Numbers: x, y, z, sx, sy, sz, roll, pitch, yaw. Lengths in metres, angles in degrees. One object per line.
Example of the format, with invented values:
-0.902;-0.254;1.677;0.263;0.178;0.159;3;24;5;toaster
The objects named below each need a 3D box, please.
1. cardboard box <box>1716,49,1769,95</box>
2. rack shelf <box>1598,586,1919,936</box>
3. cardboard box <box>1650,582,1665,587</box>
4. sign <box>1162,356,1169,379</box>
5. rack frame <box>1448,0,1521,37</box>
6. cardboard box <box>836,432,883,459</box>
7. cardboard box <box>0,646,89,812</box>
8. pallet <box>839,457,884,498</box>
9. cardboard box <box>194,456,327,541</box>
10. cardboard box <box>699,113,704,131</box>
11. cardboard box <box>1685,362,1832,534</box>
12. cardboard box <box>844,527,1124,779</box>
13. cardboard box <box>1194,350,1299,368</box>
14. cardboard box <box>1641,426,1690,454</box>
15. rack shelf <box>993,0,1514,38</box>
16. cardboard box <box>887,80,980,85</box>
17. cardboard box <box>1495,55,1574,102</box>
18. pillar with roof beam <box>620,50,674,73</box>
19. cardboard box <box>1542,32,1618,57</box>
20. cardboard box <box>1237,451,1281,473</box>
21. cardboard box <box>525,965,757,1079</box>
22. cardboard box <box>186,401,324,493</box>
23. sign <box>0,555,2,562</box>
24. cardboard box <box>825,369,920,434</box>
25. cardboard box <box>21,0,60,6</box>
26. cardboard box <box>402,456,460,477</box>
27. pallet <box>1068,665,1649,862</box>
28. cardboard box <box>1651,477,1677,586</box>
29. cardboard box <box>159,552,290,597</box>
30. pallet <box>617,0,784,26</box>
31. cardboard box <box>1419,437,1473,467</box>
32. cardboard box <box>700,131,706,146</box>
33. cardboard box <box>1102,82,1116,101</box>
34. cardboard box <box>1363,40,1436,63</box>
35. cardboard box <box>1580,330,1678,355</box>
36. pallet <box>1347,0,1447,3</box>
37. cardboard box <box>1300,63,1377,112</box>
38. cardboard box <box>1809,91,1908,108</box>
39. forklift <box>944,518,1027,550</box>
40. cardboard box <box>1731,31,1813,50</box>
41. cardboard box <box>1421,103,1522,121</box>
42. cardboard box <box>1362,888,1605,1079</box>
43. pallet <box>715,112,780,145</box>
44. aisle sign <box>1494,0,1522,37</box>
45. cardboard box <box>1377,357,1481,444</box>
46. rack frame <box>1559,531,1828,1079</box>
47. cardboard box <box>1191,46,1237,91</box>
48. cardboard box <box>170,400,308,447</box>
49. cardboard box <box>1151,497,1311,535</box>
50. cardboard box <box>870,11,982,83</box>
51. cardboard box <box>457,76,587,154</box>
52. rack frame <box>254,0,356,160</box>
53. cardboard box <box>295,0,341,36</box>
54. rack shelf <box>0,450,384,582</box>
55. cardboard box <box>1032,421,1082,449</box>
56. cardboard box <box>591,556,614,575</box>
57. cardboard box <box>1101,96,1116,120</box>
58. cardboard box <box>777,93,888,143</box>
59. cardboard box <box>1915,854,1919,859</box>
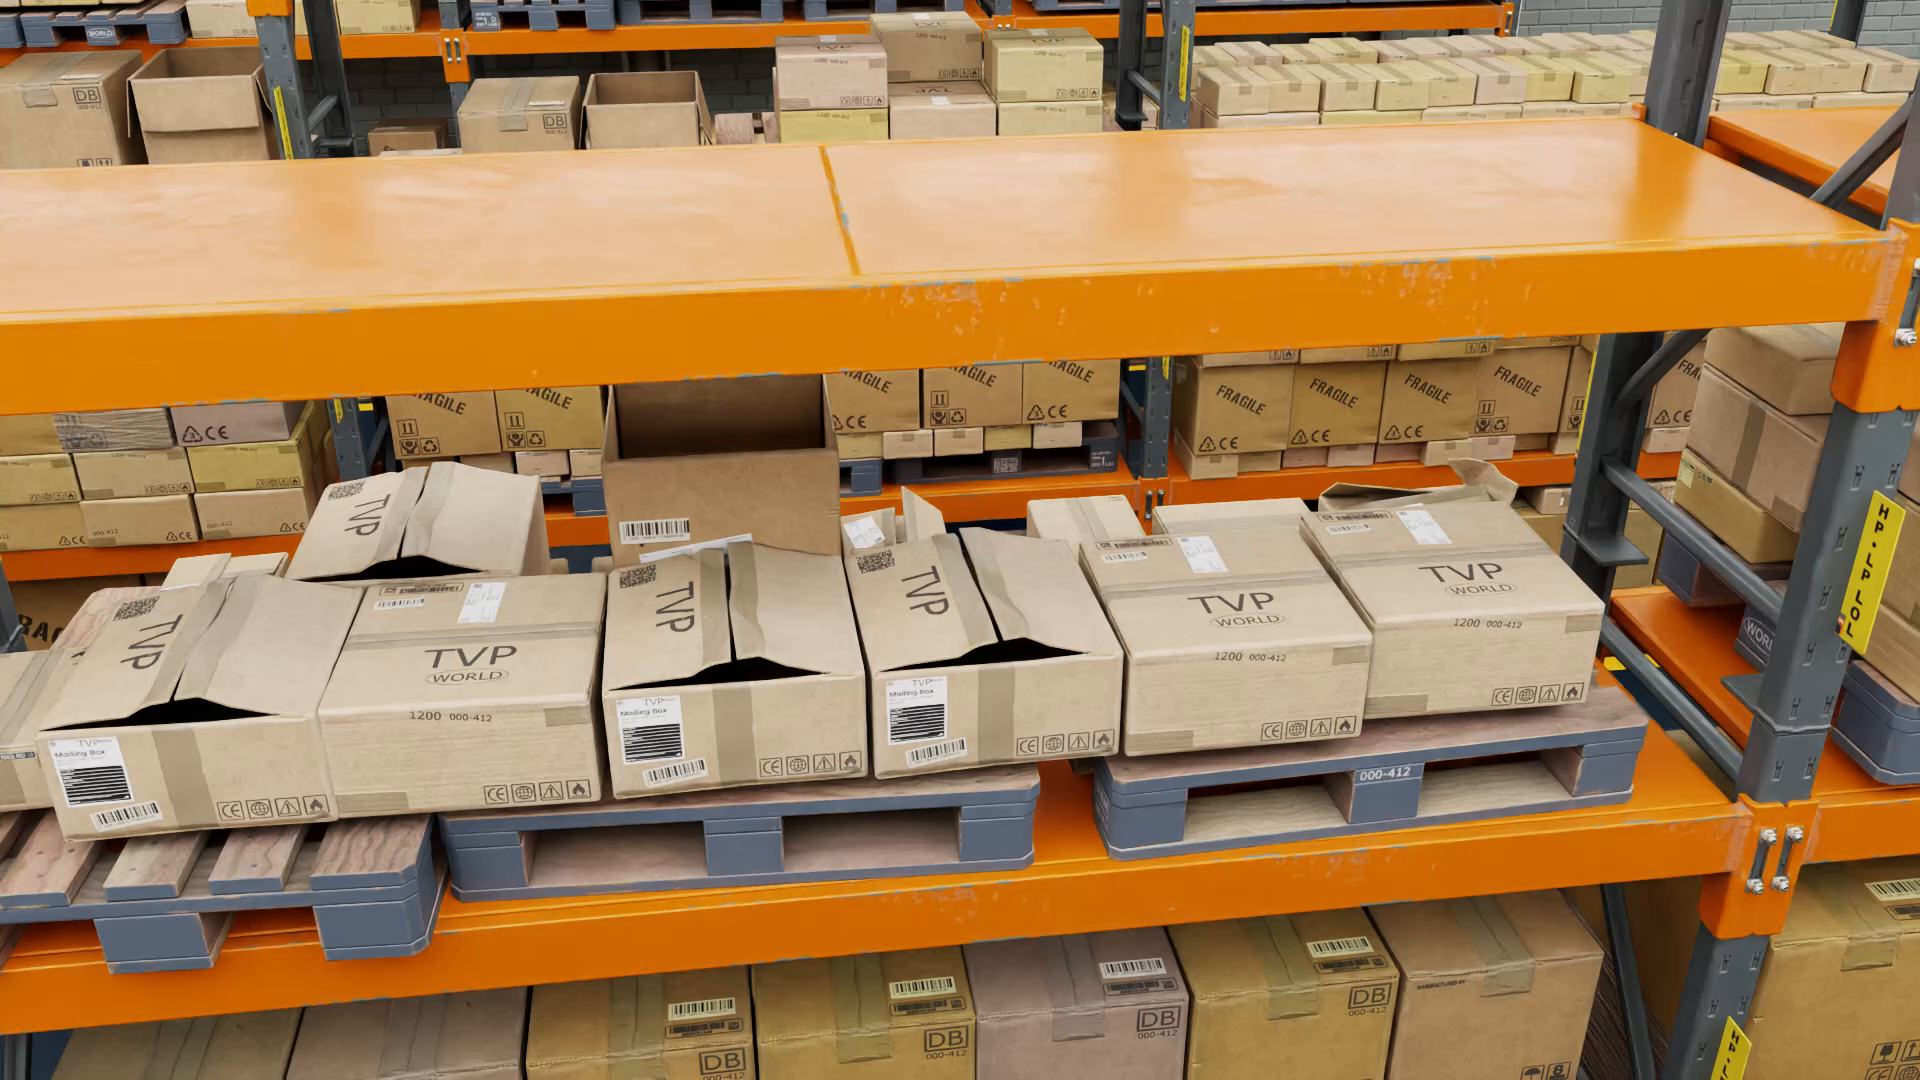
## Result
3.848;-2.366;8.394;0.250;0.149;0.380;-4;27;-7;cardboard box
3.720;0.384;4.420;4.000;0.370;1.077;-4;27;-7;rack shelf
4.124;0.251;9.729;0.500;0.250;0.500;-4;27;-7;cardboard box
1.031;-0.970;8.289;0.005;0.325;0.100;-4;27;-7;sign
4.216;-3.204;13.910;0.127;3.000;1.000;-4;27;-7;rack frame
-0.533;-0.565;8.582;0.250;0.149;0.380;-4;27;-7;cardboard box
-1.868;0.377;3.351;0.250;0.149;0.380;-5;28;-9;cardboard box
-1.056;-0.510;8.871;1.213;0.211;1.003;-4;27;-7;pallet
-3.475;-0.235;8.289;0.500;0.250;0.500;-5;28;-9;cardboard box
-2.165;-3.278;13.236;0.250;0.149;0.380;-4;27;-8;cardboard box
2.192;-0.253;4.143;0.500;0.250;0.500;-4;27;-8;cardboard box
0.035;0.211;3.499;0.500;0.311;0.500;-5;28;-9;cardboard box
1.416;-1.257;8.586;0.500;0.500;0.700;-4;27;-8;cardboard box
3.828;-0.625;9.159;0.250;0.149;0.380;-3;27;-6;cardboard box
2.235;-4.091;13.142;4.000;0.370;1.077;-4;27;-7;rack shelf
-0.186;-2.271;8.512;0.500;0.250;0.500;-4;27;-8;cardboard box
2.836;-2.292;8.249;0.250;0.149;0.380;-3;27;-6;cardboard box
-1.941;-3.908;8.712;0.400;9.000;9.100;-4;27;-7;pillar with roof beam
3.266;-2.575;8.801;0.250;0.149;0.380;-3;27;-6;cardboard box
1.550;-0.508;8.932;0.250;0.149;0.380;-3;27;-6;cardboard box
-0.767;1.201;4.122;0.500;0.500;0.700;-4;27;-8;cardboard box
-3.455;-0.461;8.182;0.500;0.250;0.500;-4;27;-7;cardboard box
-2.290;-0.071;3.866;0.005;0.325;0.100;-4;27;-7;sign
-0.478;-0.874;8.474;0.500;0.500;0.500;-3;27;-5;cardboard box
-6.305;-3.800;11.492;0.250;0.149;0.380;-4;27;-8;cardboard box
-2.663;-0.463;8.384;0.250;0.149;0.380;-5;28;-10;cardboard box
0.839;0.357;3.895;1.217;0.209;0.805;-5;28;-9;pallet
4.154;-0.088;9.569;0.500;0.500;0.500;-4;27;-7;cardboard box
-1.659;0.181;3.715;0.250;0.166;0.380;-4;27;-7;cardboard box
-1.939;-4.101;12.581;1.213;0.211;1.003;-2;27;-5;pallet
2.575;-0.546;9.006;0.250;0.149;0.380;-4;27;-7;cardboard box
-2.073;-3.002;12.697;0.250;0.149;0.380;-3;27;-6;cardboard box
1.283;-3.636;13.607;0.250;0.149;0.380;-4;27;-8;cardboard box
2.263;-2.475;8.607;0.250;0.149;0.380;-4;27;-8;cardboard box
3.443;-1.343;8.753;0.500;0.500;0.700;-4;27;-8;cardboard box
3.512;-4.466;13.181;1.213;0.211;1.003;-4;27;-7;pallet
1.824;-2.198;8.066;0.250;0.149;0.380;-5;28;-9;cardboard box
4.442;-2.206;8.518;0.500;0.250;0.500;-4;27;-8;cardboard box
-0.048;-1.598;10.857;1.130;2.935;3.031;-2;27;-4;forklift
4.283;-2.584;8.818;0.250;0.149;0.380;-4;27;-7;cardboard box
2.431;-2.073;8.259;0.500;0.250;0.500;-3;27;-7;cardboard box
1.249;1.071;4.375;0.500;0.500;0.700;-4;27;-8;cardboard box
-0.703;-1.898;8.286;1.003;0.211;1.213;-4;27;-7;pallet
4.322;-4.232;13.066;0.004;0.787;0.394;-4;27;-7;aisle sign
2.418;-0.853;8.893;0.500;0.500;0.500;-4;27;-8;cardboard box
1.740;1.526;4.693;0.127;3.000;1.000;-4;27;-7;rack frame
1.234;-2.402;8.464;0.250;0.149;0.380;-3;27;-6;cardboard box
-3.486;-0.789;8.000;0.500;0.500;0.500;-4;27;-9;cardboard box
0.678;0.026;4.037;0.380;0.149;0.250;-4;27;-7;cardboard box
-0.176;-2.490;8.391;0.500;0.250;0.500;-4;27;-8;cardboard box
-2.071;-1.886;7.947;0.500;0.500;0.700;-4;27;-7;cardboard box
-3.011;-3.120;7.176;0.127;3.000;1.000;-4;27;-7;rack frame
-4.678;-3.788;11.927;0.500;0.250;0.500;-4;27;-7;cardboard box
-4.991;-0.004;8.462;4.000;0.370;1.077;-4;27;-7;rack shelf
0.479;-0.623;8.696;0.250;0.149;0.380;-3;27;-6;cardboard box
-1.720;0.449;9.210;0.625;0.372;0.950;-4;27;-8;cardboard box
1.110;-3.378;13.105;0.250;0.149;0.380;-4;27;-8;cardboard box
-0.615;-1.996;7.975;0.500;0.250;0.500;-3;27;-6;cardboard box
2.638;0.883;4.598;0.550;0.550;0.875;-4;27;-7;cardboard box
